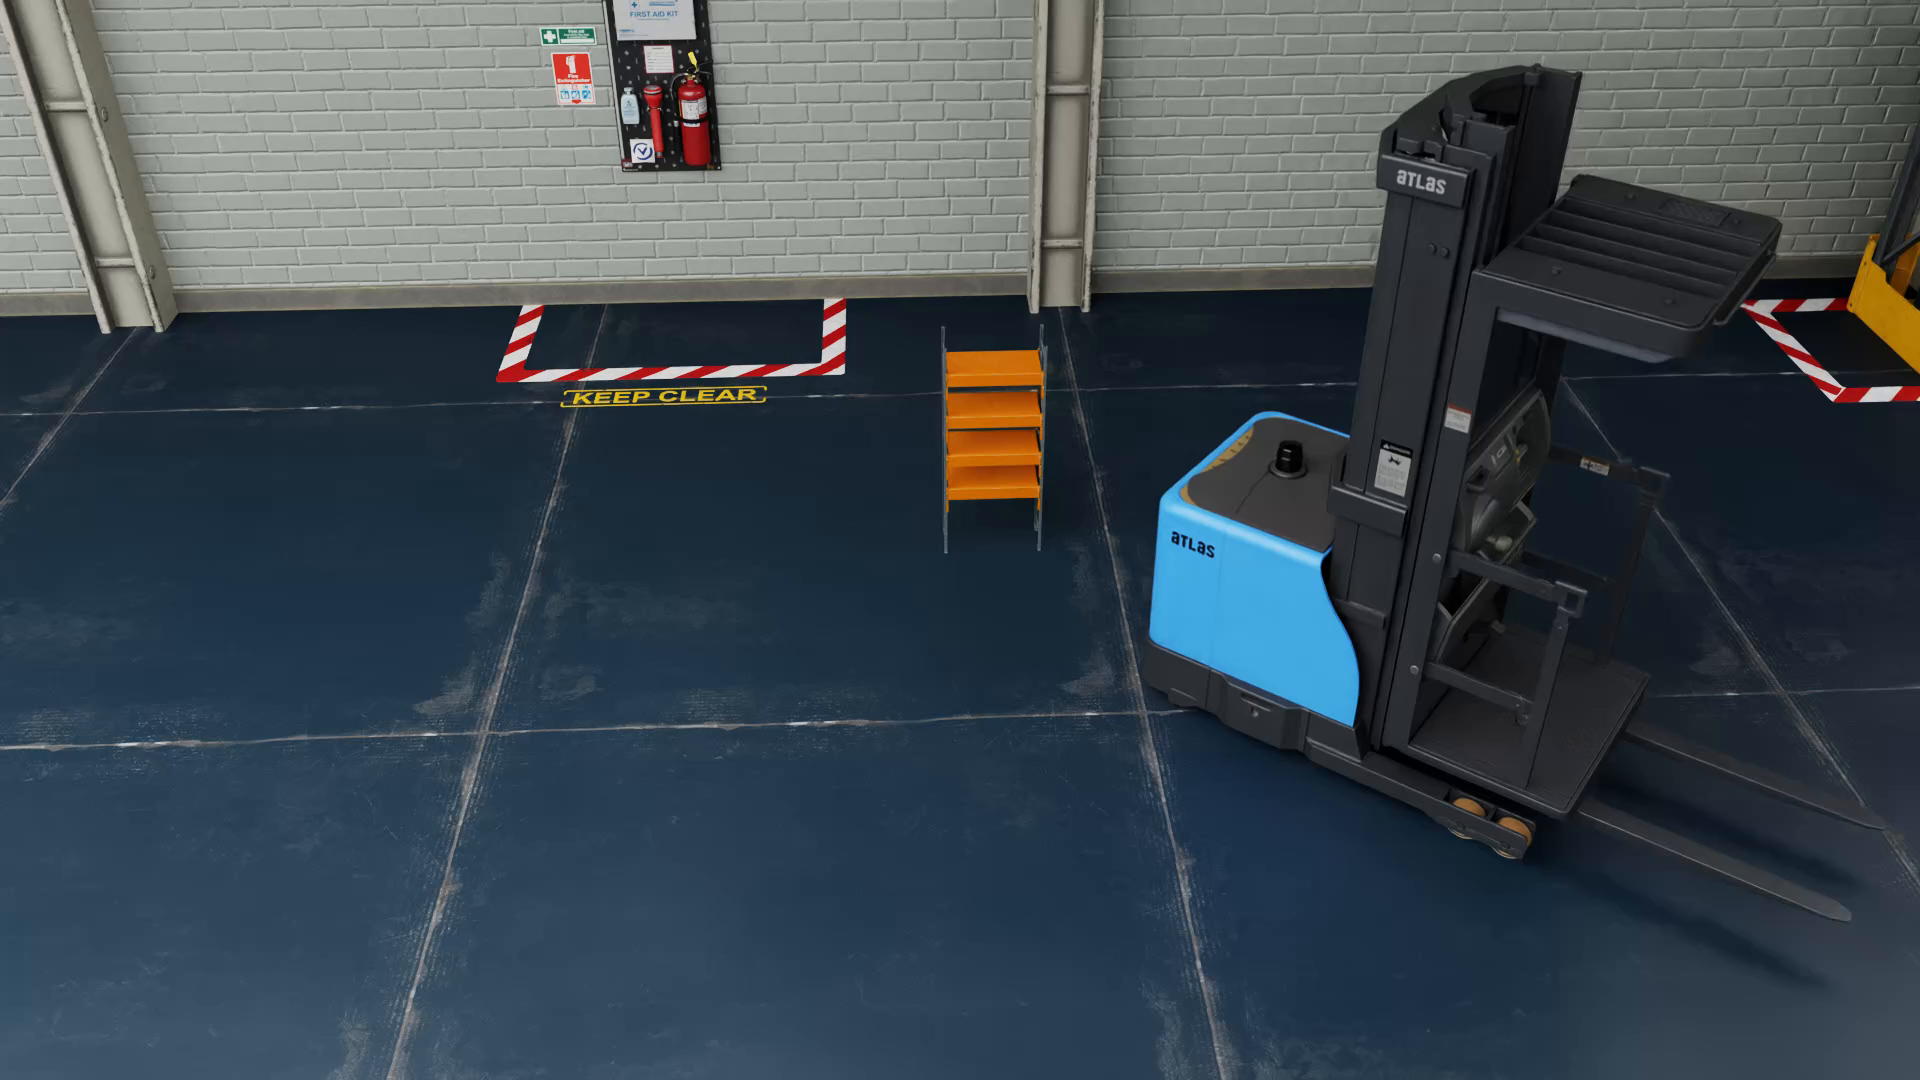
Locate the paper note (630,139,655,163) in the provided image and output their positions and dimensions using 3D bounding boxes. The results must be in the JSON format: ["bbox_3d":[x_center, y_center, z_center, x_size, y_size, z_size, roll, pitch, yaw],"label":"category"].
[{"bbox_3d":[-1.997,-2.447,10.461,0.142,0.148,0.016,-2,35,-2],"label":"paper note"}]

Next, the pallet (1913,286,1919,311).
[{"bbox_3d":[6.877,-1.328,10.520,1.213,0.211,1.003,-2,35,-2],"label":"pallet"}]

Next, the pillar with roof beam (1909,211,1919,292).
[{"bbox_3d":[6.850,-3.001,5.215,0.400,9.000,9.100,-2,35,-2],"label":"pillar with roof beam"}]

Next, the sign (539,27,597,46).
[{"bbox_3d":[-2.369,-3.046,10.055,0.331,0.109,0.001,-2,35,-2],"label":"sign"}]

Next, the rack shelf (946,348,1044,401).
[{"bbox_3d":[0.165,-0.821,8.228,0.480,0.148,0.258,-2,35,-2],"label":"rack shelf"}]

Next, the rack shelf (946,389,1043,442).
[{"bbox_3d":[0.165,-0.626,8.362,0.480,0.148,0.258,-2,35,-2],"label":"rack shelf"}]

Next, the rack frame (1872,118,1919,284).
[{"bbox_3d":[5.988,-2.471,9.721,0.127,3.000,1.000,-2,35,-2],"label":"rack frame"}]

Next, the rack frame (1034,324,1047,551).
[{"bbox_3d":[0.409,-0.504,8.461,0.015,1.200,0.240,-2,35,-2],"label":"rack frame"}]

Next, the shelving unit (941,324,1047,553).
[{"bbox_3d":[0.165,-0.498,8.451,0.503,1.200,0.258,-2,35,-2],"label":"shelving unit"}]

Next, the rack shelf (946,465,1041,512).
[{"bbox_3d":[0.165,-0.279,8.603,0.480,0.148,0.258,-2,35,-2],"label":"rack shelf"}]

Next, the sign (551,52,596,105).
[{"bbox_3d":[-2.374,-2.833,10.213,0.234,0.329,0.001,-2,35,-2],"label":"sign"}]

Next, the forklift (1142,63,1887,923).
[{"bbox_3d":[2.340,-0.233,6.548,3.031,2.935,1.130,23,41,29],"label":"forklift"}]

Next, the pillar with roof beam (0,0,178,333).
[{"bbox_3d":[-5.136,-2.678,4.748,0.400,9.000,9.100,-2,35,-2],"label":"pillar with roof beam"}]

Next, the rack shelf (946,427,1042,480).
[{"bbox_3d":[0.165,-0.443,8.490,0.480,0.148,0.258,-2,35,-2],"label":"rack shelf"}]

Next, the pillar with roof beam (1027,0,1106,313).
[{"bbox_3d":[0.857,-2.840,4.982,0.400,9.000,9.100,-2,35,-2],"label":"pillar with roof beam"}]

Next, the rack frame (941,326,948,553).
[{"bbox_3d":[-0.078,-0.491,8.442,0.015,1.200,0.240,-2,35,-2],"label":"rack frame"}]

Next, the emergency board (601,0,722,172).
[{"bbox_3d":[-1.817,-2.775,10.160,0.643,1.169,0.194,-2,35,-2],"label":"emergency board"}]

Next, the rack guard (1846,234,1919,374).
[{"bbox_3d":[6.064,-1.445,10.435,0.348,0.500,1.175,-2,35,-2],"label":"rack guard"}]
